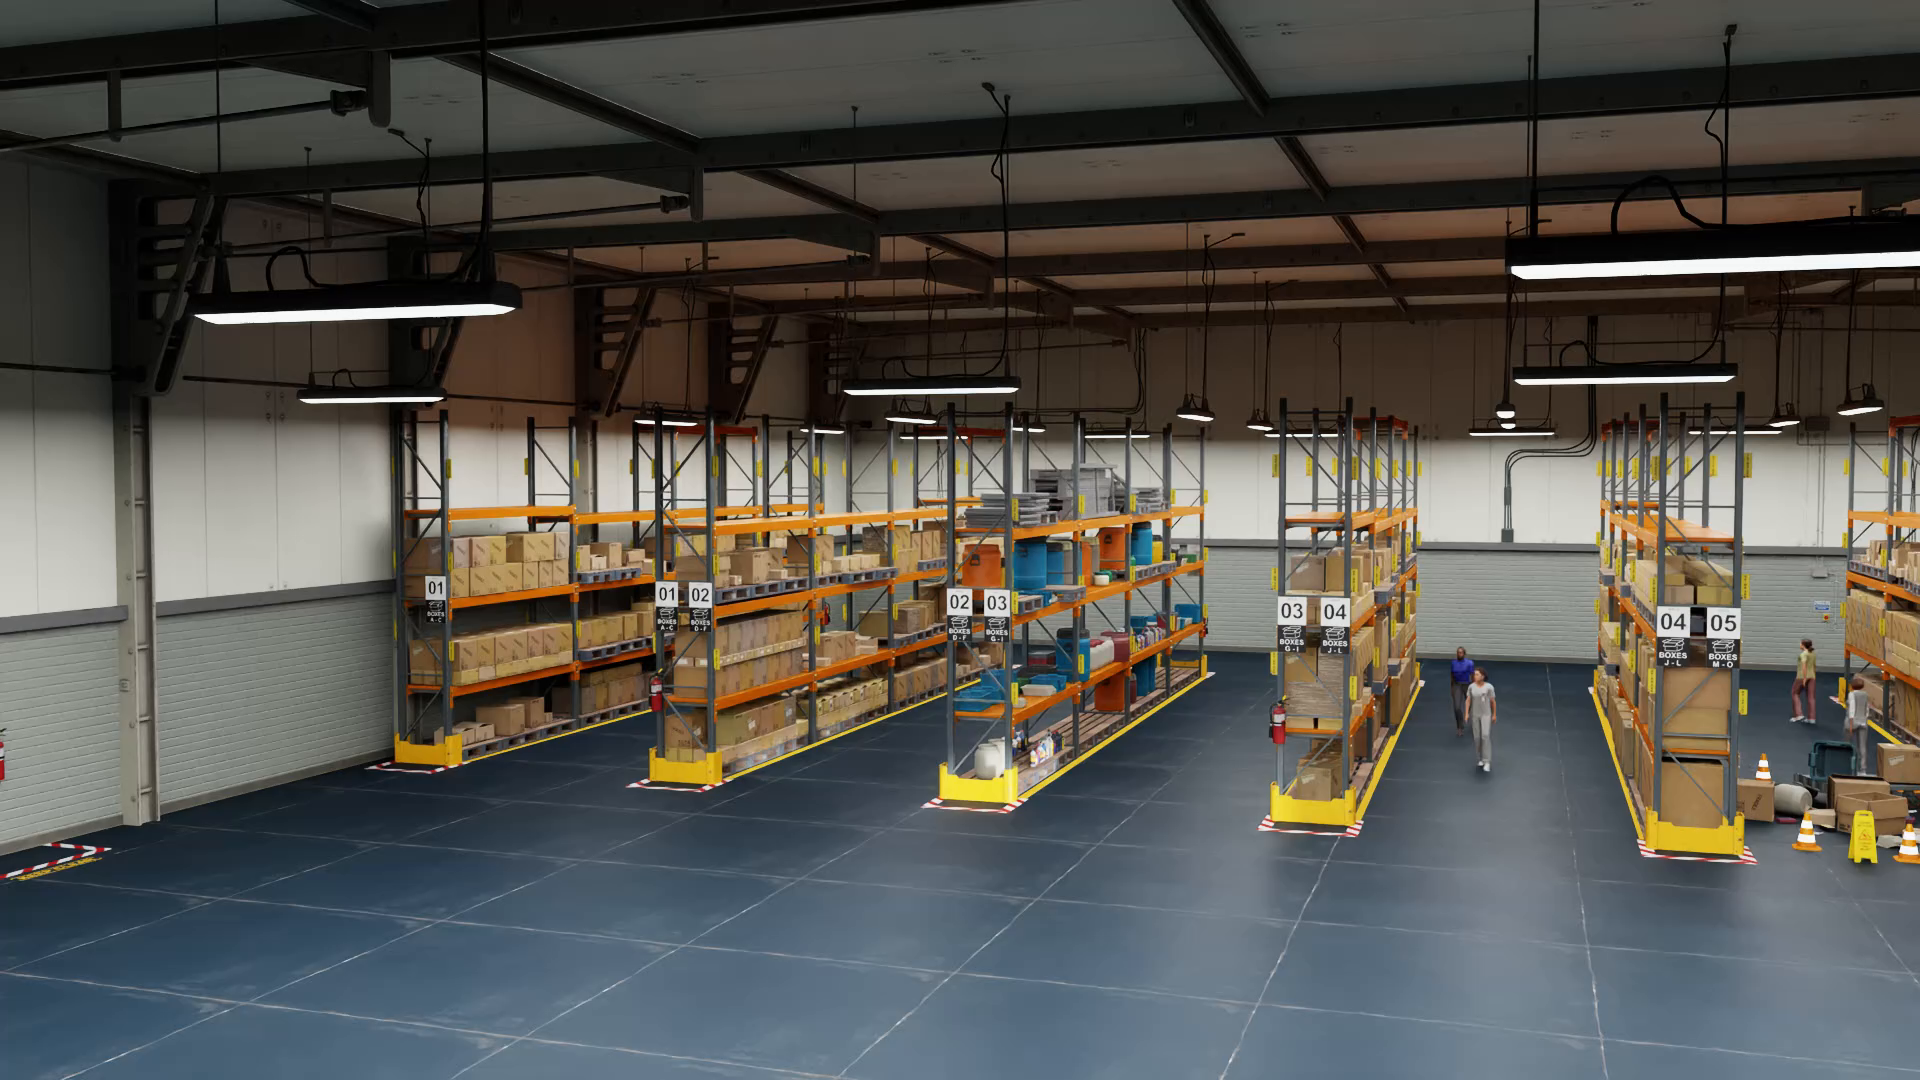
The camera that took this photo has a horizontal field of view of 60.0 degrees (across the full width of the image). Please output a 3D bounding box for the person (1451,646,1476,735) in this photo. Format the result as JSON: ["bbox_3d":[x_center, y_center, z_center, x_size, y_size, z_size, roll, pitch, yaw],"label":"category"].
[{"bbox_3d":[9.569,2.837,31.554,0.484,1.663,0.721,1,3,31],"label":"person"}]

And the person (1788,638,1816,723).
[{"bbox_3d":[16.669,2.782,32.679,0.450,1.691,0.552,0,2,-6],"label":"person"}]

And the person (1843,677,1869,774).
[{"bbox_3d":[14.707,3.054,27.222,0.411,1.617,0.626,0,2,5],"label":"person"}]

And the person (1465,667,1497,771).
[{"bbox_3d":[8.692,3.006,27.829,0.521,1.607,0.685,2,3,35],"label":"person"}]
